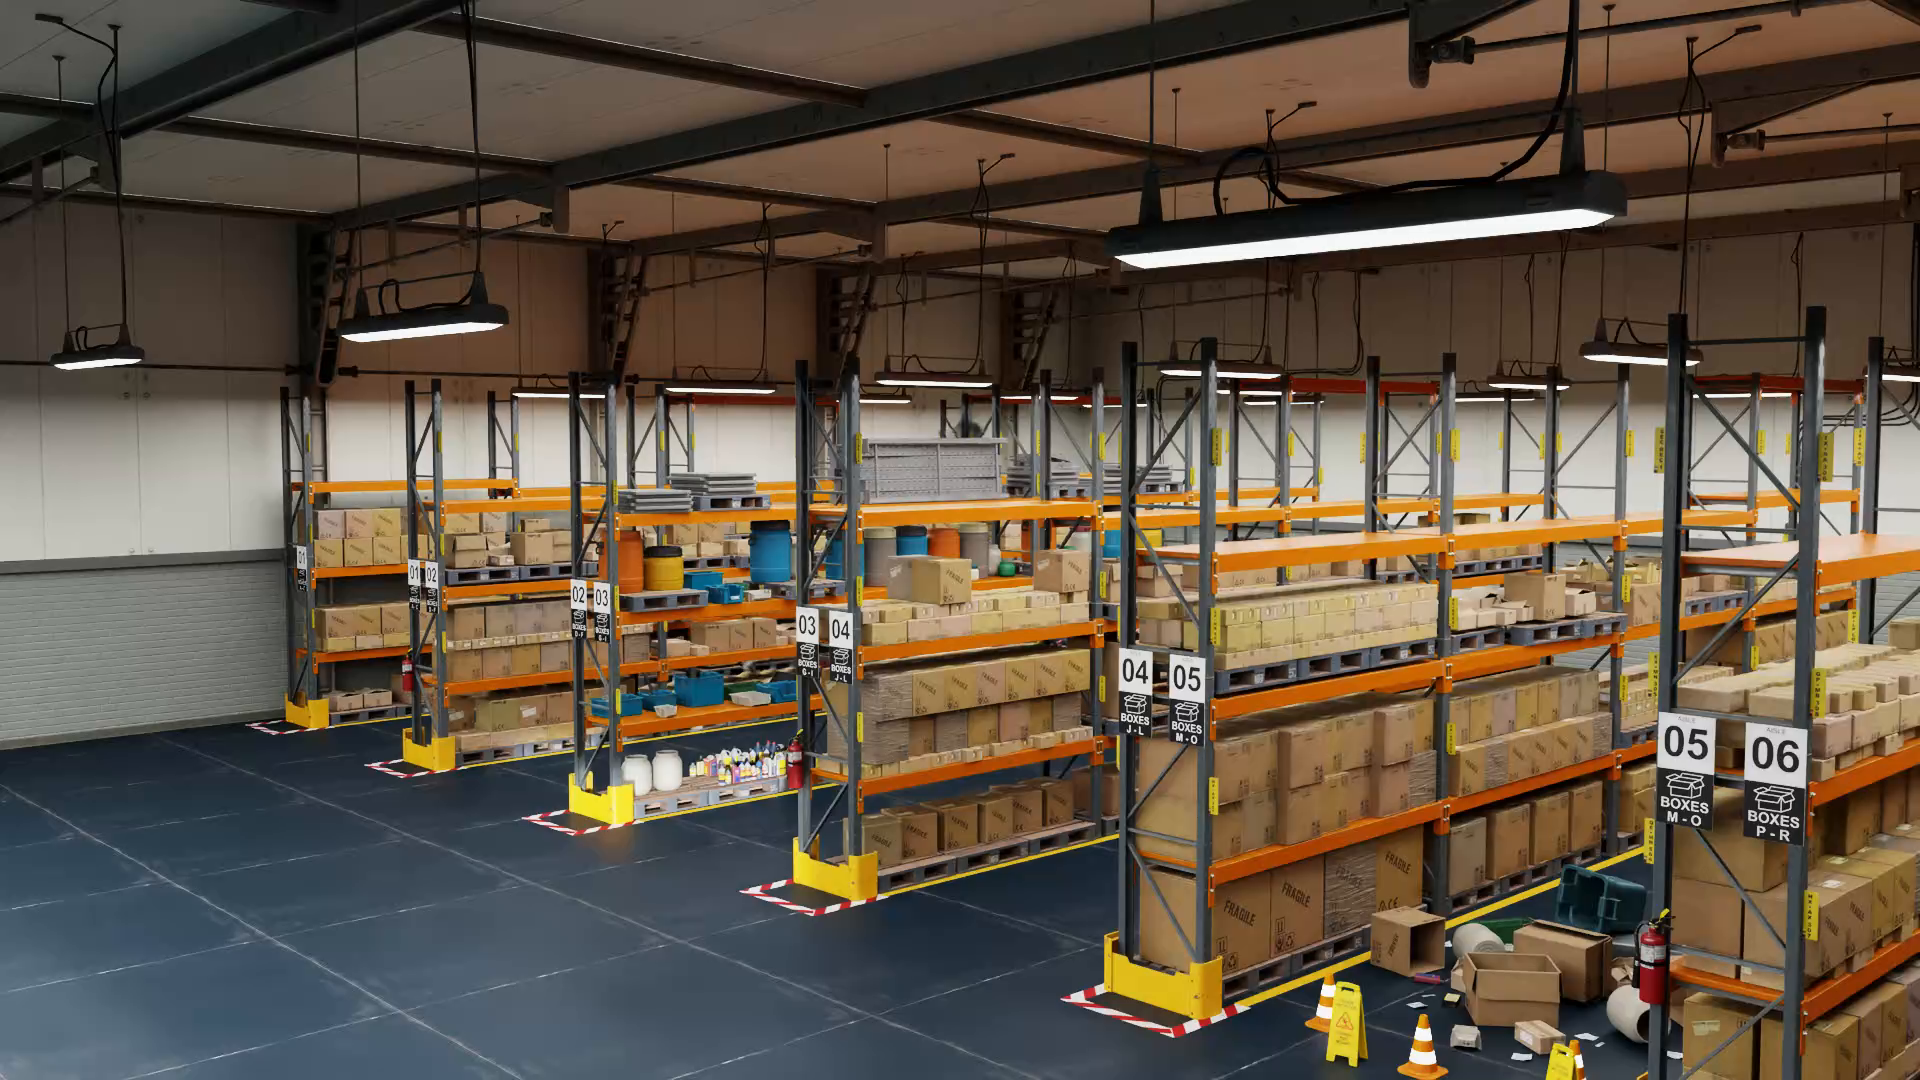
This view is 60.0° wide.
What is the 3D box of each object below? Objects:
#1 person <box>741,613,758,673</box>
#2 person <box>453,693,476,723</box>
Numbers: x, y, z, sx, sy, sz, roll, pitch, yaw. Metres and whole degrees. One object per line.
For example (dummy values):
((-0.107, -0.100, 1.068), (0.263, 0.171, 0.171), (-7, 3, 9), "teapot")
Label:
((-4.157, 2.171, 32.777), (0.622, 1.805, 0.942), (3, 4, 35), "person")
((-8.380, 2.539, 27.756), (0.676, 1.693, 0.865), (3, 5, 42), "person")
